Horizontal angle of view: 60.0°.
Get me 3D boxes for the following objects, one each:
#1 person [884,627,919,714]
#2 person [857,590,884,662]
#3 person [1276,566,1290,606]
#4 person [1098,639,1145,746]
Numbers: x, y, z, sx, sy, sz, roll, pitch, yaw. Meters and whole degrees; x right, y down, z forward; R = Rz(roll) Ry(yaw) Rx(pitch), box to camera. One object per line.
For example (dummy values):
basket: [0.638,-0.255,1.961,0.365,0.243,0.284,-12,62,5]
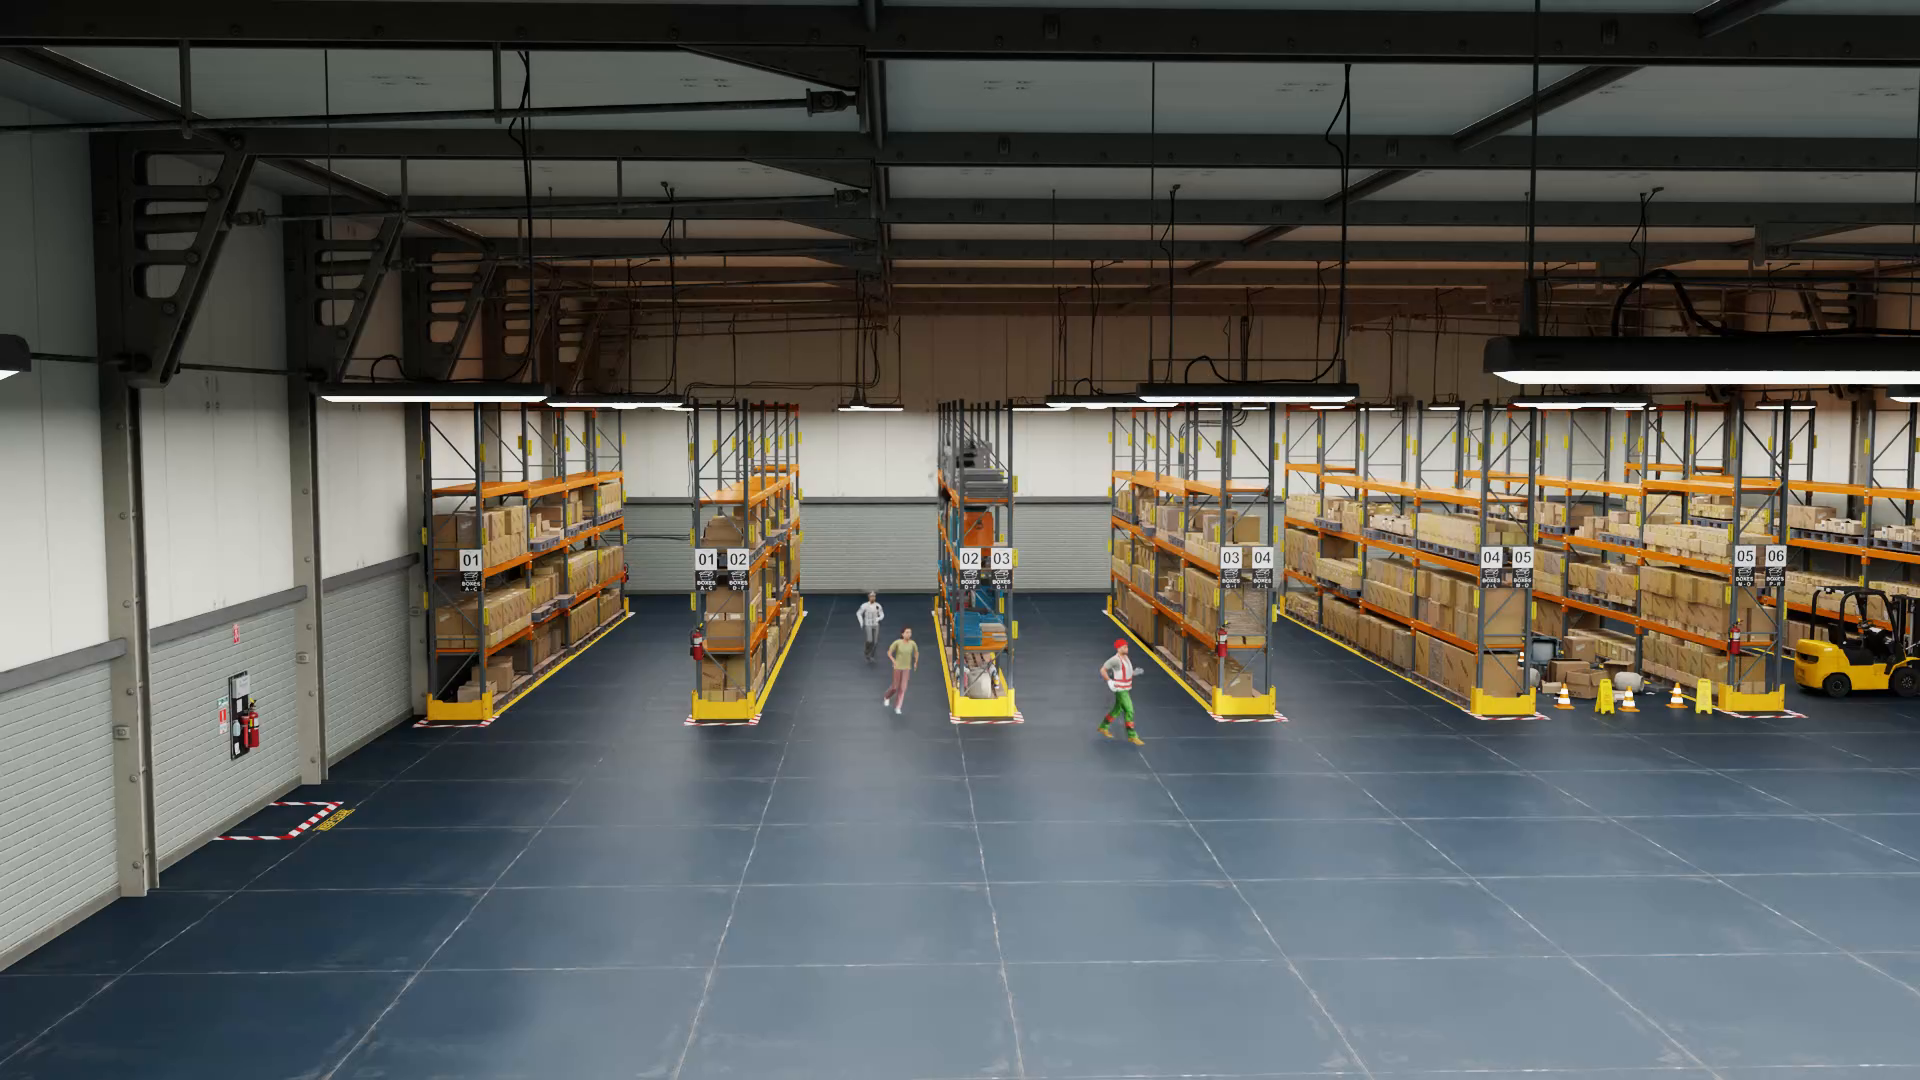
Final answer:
person: [-1.093,2.476,32.059,0.646,1.635,0.720,-1,5,-18]
person: [-2.023,1.960,38.231,0.599,1.605,0.562,-1,5,-18]
person: [9.580,1.195,49.134,0.624,1.654,0.703,1,5,17]
person: [2.799,2.615,28.822,0.930,1.810,0.656,2,5,26]
